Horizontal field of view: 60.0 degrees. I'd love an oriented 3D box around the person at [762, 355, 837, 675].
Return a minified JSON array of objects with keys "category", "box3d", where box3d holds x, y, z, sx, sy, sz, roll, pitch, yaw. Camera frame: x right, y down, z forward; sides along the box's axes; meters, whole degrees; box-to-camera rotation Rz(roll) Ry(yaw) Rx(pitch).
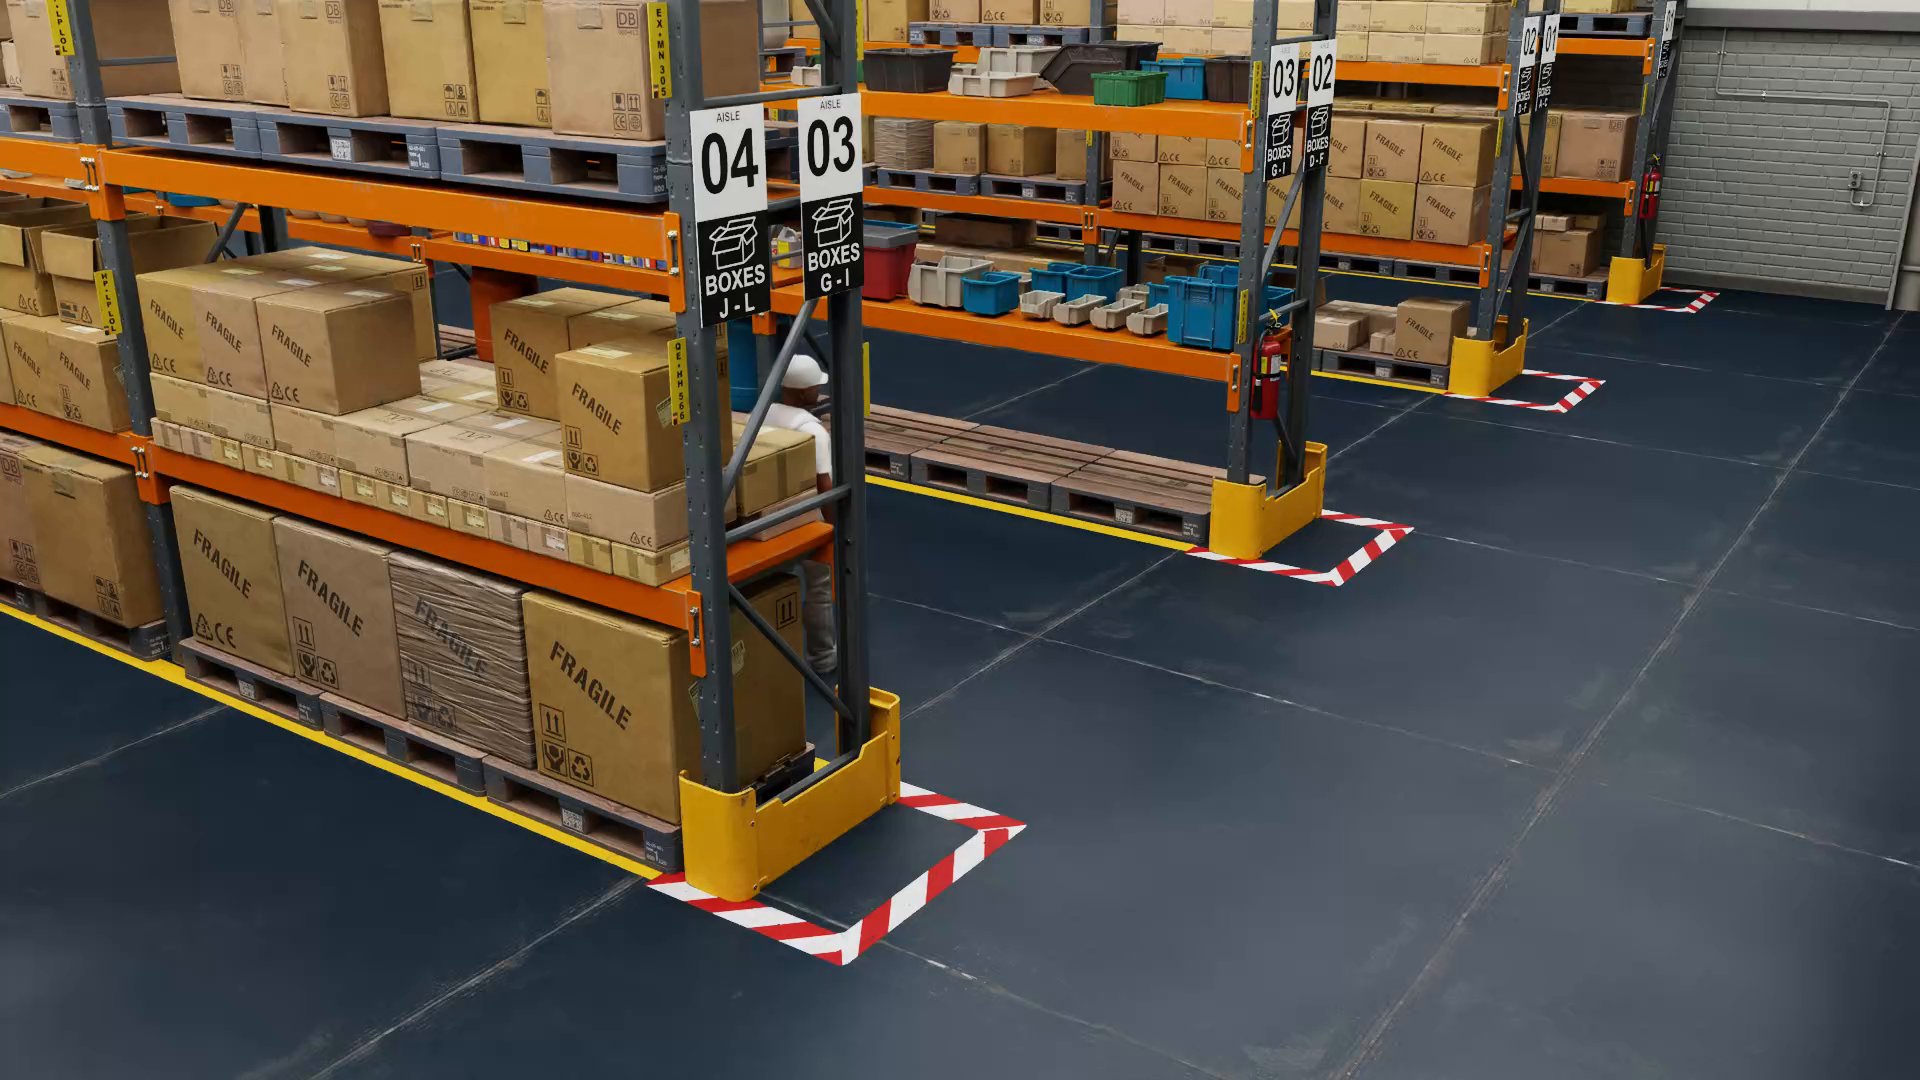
[{"category":"person","box3d":[-0.850,-0.121,8.864,0.573,1.766,0.736,-19,27,-42]}]
